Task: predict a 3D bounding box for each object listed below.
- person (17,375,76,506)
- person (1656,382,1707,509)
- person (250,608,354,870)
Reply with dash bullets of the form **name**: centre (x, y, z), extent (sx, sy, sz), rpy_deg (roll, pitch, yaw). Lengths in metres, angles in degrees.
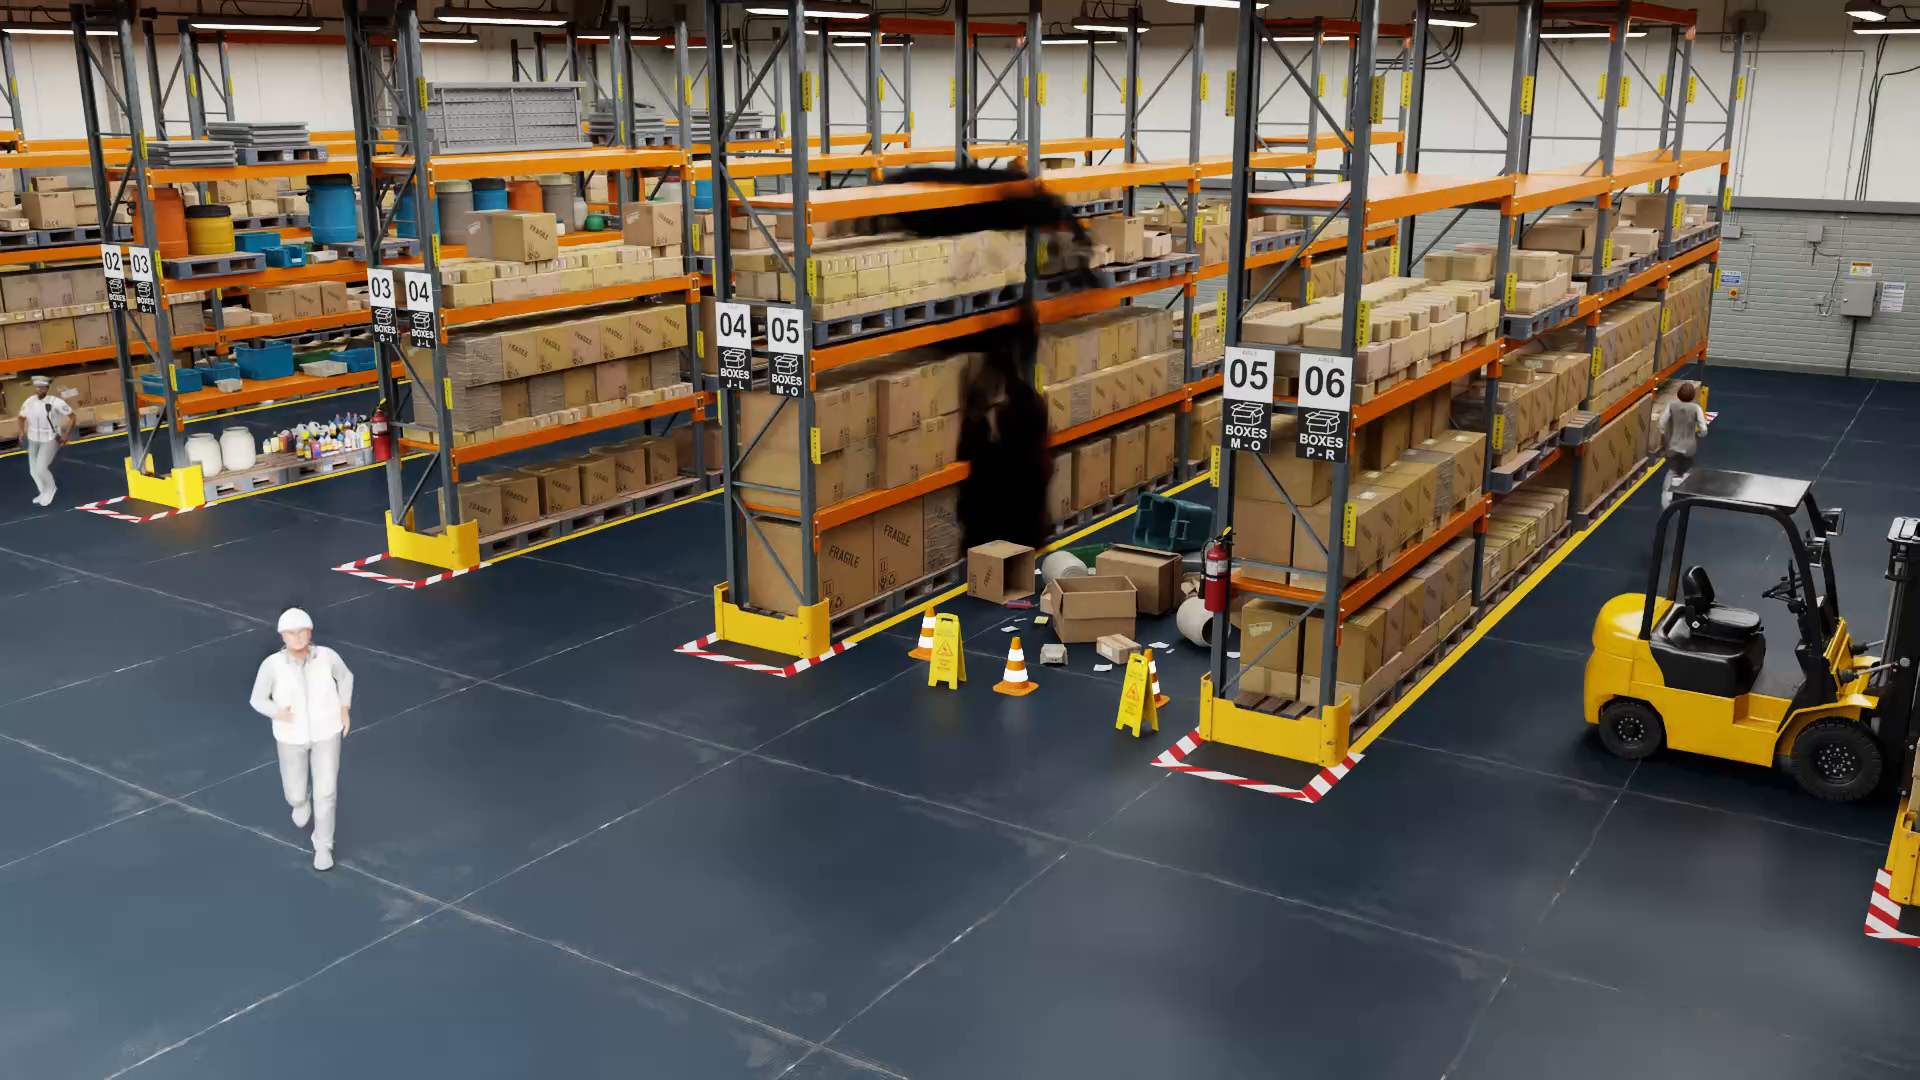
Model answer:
- **person**: centre (-11.310, -1.226, 20.559), extent (0.638, 1.648, 0.598), rpy_deg (1, 16, 2)
- **person**: centre (8.332, -1.077, 19.232), extent (0.541, 1.516, 0.497), rpy_deg (9, 18, 30)
- **person**: centre (-4.429, 1.295, 11.288), extent (0.671, 1.745, 0.797), rpy_deg (-7, 17, -24)
